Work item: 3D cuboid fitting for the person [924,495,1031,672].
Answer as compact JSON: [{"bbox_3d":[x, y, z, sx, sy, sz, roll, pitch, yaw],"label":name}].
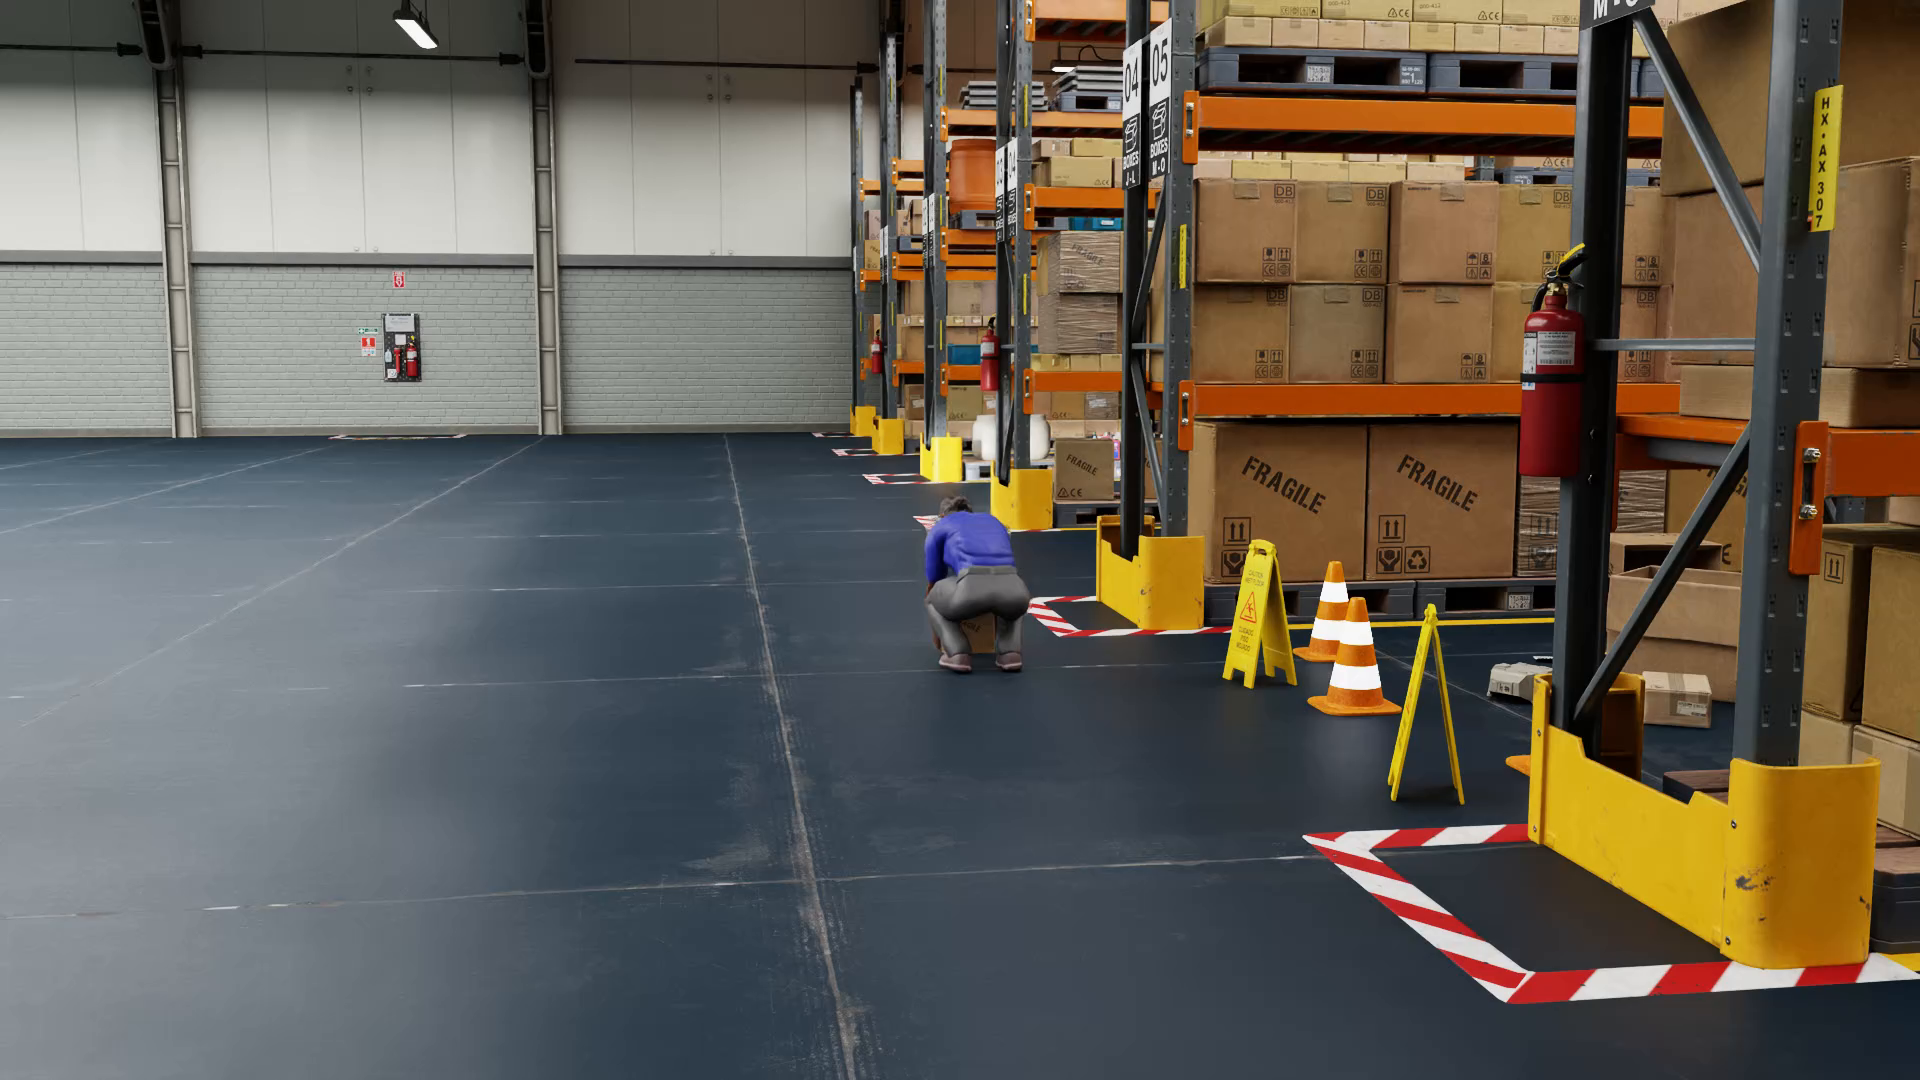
[{"bbox_3d":[0.078,0.211,7.946,0.480,0.813,0.810,-1,7,-9],"label":"person"}]
